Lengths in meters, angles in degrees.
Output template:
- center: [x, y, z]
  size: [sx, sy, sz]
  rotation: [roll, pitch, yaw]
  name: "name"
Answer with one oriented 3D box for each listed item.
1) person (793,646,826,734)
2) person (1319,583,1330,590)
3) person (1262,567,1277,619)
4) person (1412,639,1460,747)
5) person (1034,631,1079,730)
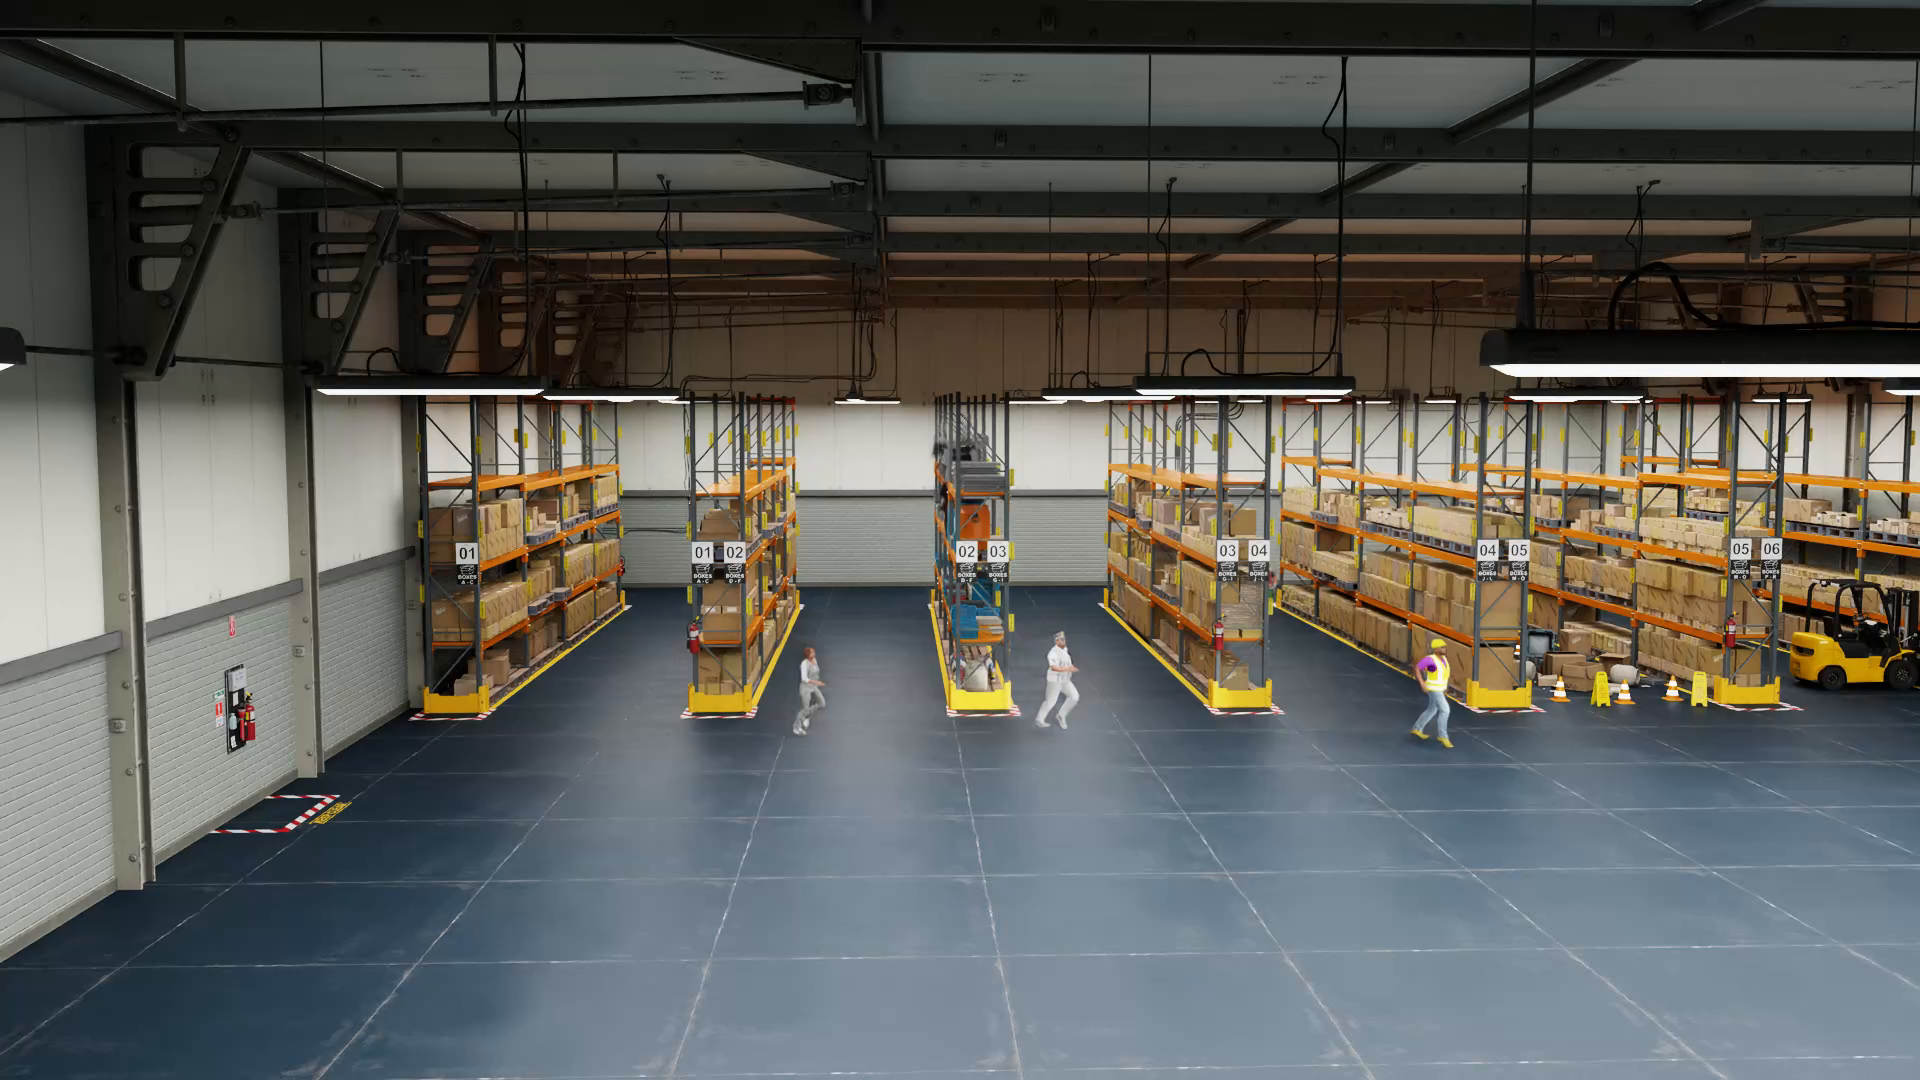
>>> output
- center: [-2.600, 2.626, 29.013]
  size: [0.689, 1.541, 0.565]
  rotation: [3, 5, 31]
  name: "person"
- center: [10.559, 0.984, 48.616]
  size: [0.868, 1.690, 0.601]
  rotation: [4, 6, 44]
  name: "person"
- center: [8.092, 1.319, 44.123]
  size: [0.669, 1.742, 0.519]
  rotation: [0, 5, 3]
  name: "person"
- center: [8.086, 2.581, 28.299]
  size: [0.794, 1.822, 0.680]
  rotation: [3, 6, 35]
  name: "person"
- center: [1.762, 2.484, 29.420]
  size: [0.874, 1.779, 0.676]
  rotation: [3, 6, 37]
  name: "person"
